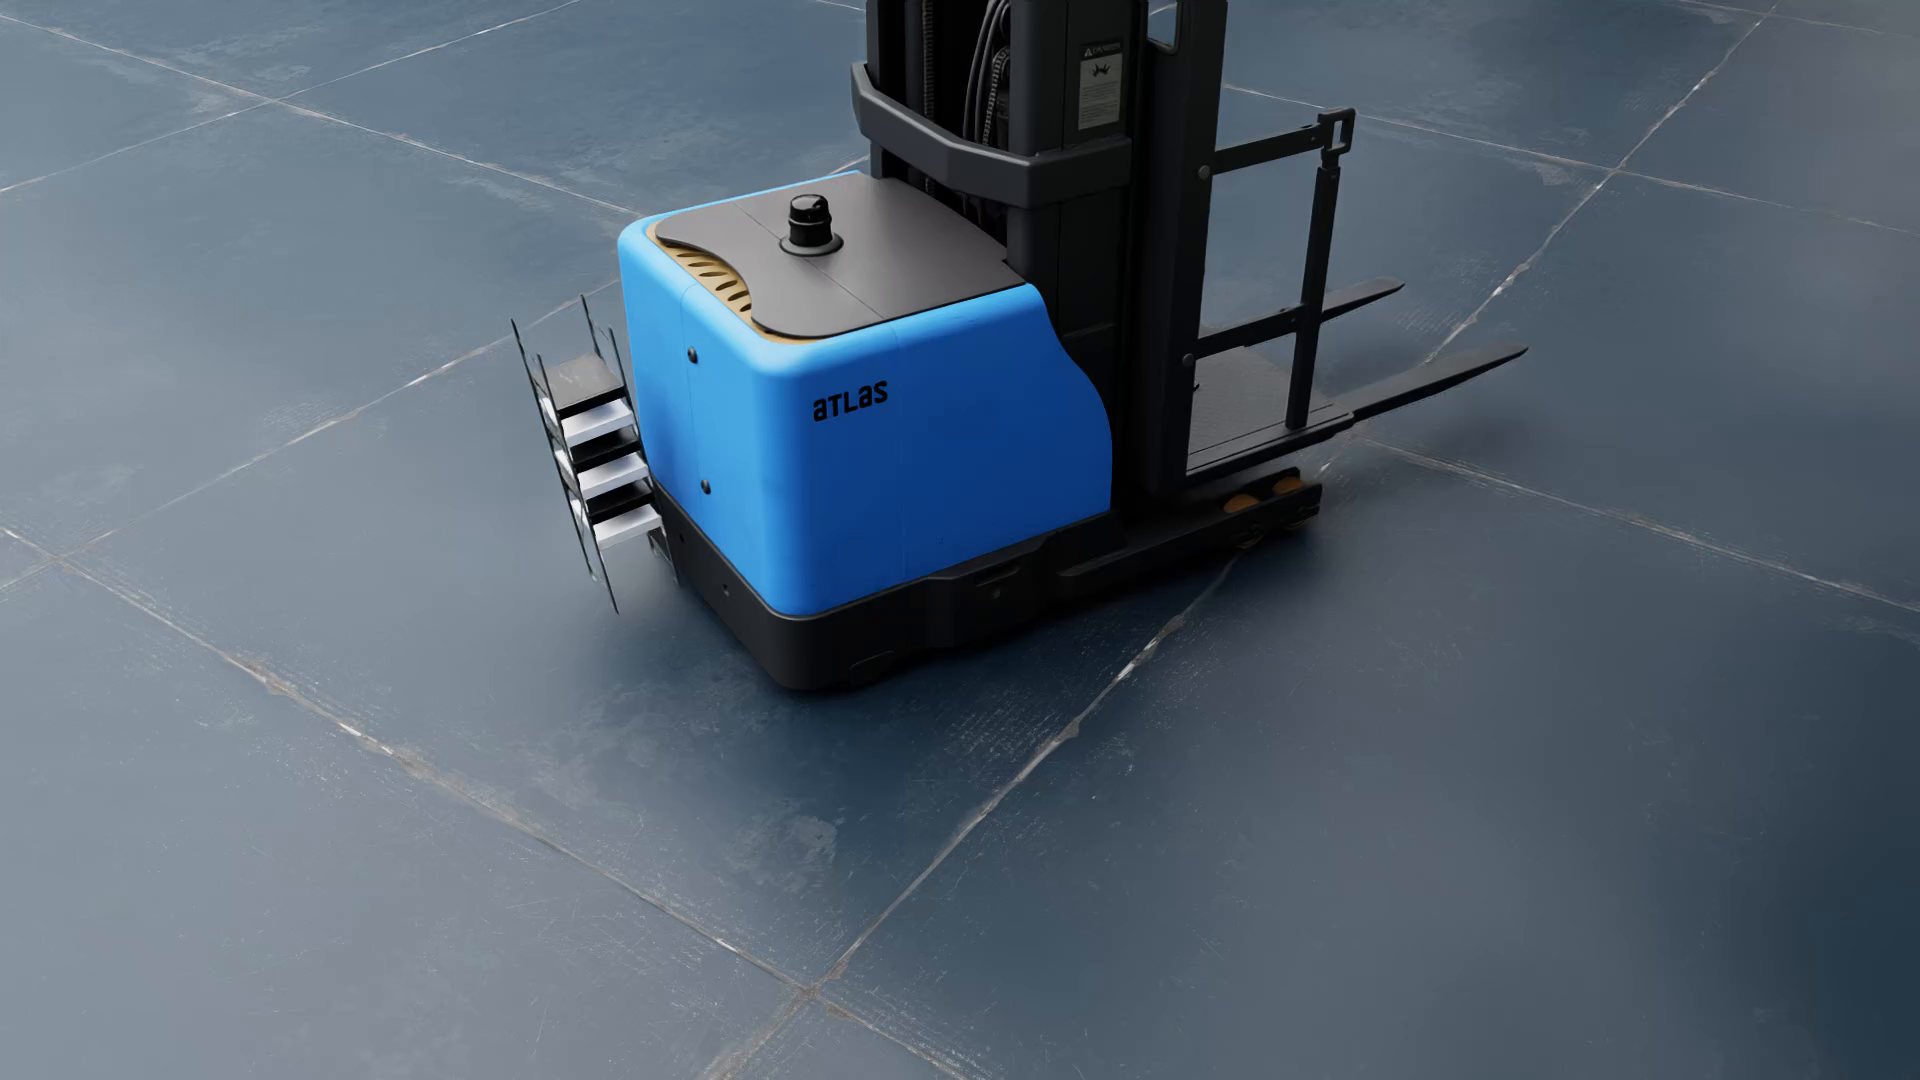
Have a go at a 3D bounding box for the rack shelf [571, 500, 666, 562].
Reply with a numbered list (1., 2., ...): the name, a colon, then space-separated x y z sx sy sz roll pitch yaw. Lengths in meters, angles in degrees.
1. rack shelf: -1.011 -0.064 4.902 0.200 0.077 0.258 -24 40 -20

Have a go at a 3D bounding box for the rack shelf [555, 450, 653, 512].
1. rack shelf: -1.030 -0.206 4.793 0.200 0.077 0.258 -24 40 -20

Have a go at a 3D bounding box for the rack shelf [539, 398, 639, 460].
1. rack shelf: -1.050 -0.348 4.683 0.200 0.077 0.258 -24 40 -20

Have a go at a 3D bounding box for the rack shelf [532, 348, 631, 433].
1. rack shelf: -1.059 -0.418 4.629 0.200 0.077 0.258 -24 40 -20

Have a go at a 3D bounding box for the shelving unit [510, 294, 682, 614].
1. shelving unit: -1.034 -0.232 4.772 0.210 0.900 0.258 -24 40 -20

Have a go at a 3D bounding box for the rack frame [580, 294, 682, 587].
1. rack frame: -0.947 -0.271 4.807 0.006 0.900 0.240 -24 40 -20

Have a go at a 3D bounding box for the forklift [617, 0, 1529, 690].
1. forklift: 0.548 -1.421 4.735 3.031 2.935 1.130 -19 39 -26

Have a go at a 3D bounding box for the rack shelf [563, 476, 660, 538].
1. rack shelf: -1.021 -0.135 4.847 0.200 0.077 0.258 -24 40 -20

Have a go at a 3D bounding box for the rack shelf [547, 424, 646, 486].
1. rack shelf: -1.040 -0.277 4.738 0.200 0.077 0.258 -24 40 -20

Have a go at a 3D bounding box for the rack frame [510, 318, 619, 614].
1. rack frame: -1.122 -0.194 4.738 0.006 0.900 0.240 -24 40 -20
